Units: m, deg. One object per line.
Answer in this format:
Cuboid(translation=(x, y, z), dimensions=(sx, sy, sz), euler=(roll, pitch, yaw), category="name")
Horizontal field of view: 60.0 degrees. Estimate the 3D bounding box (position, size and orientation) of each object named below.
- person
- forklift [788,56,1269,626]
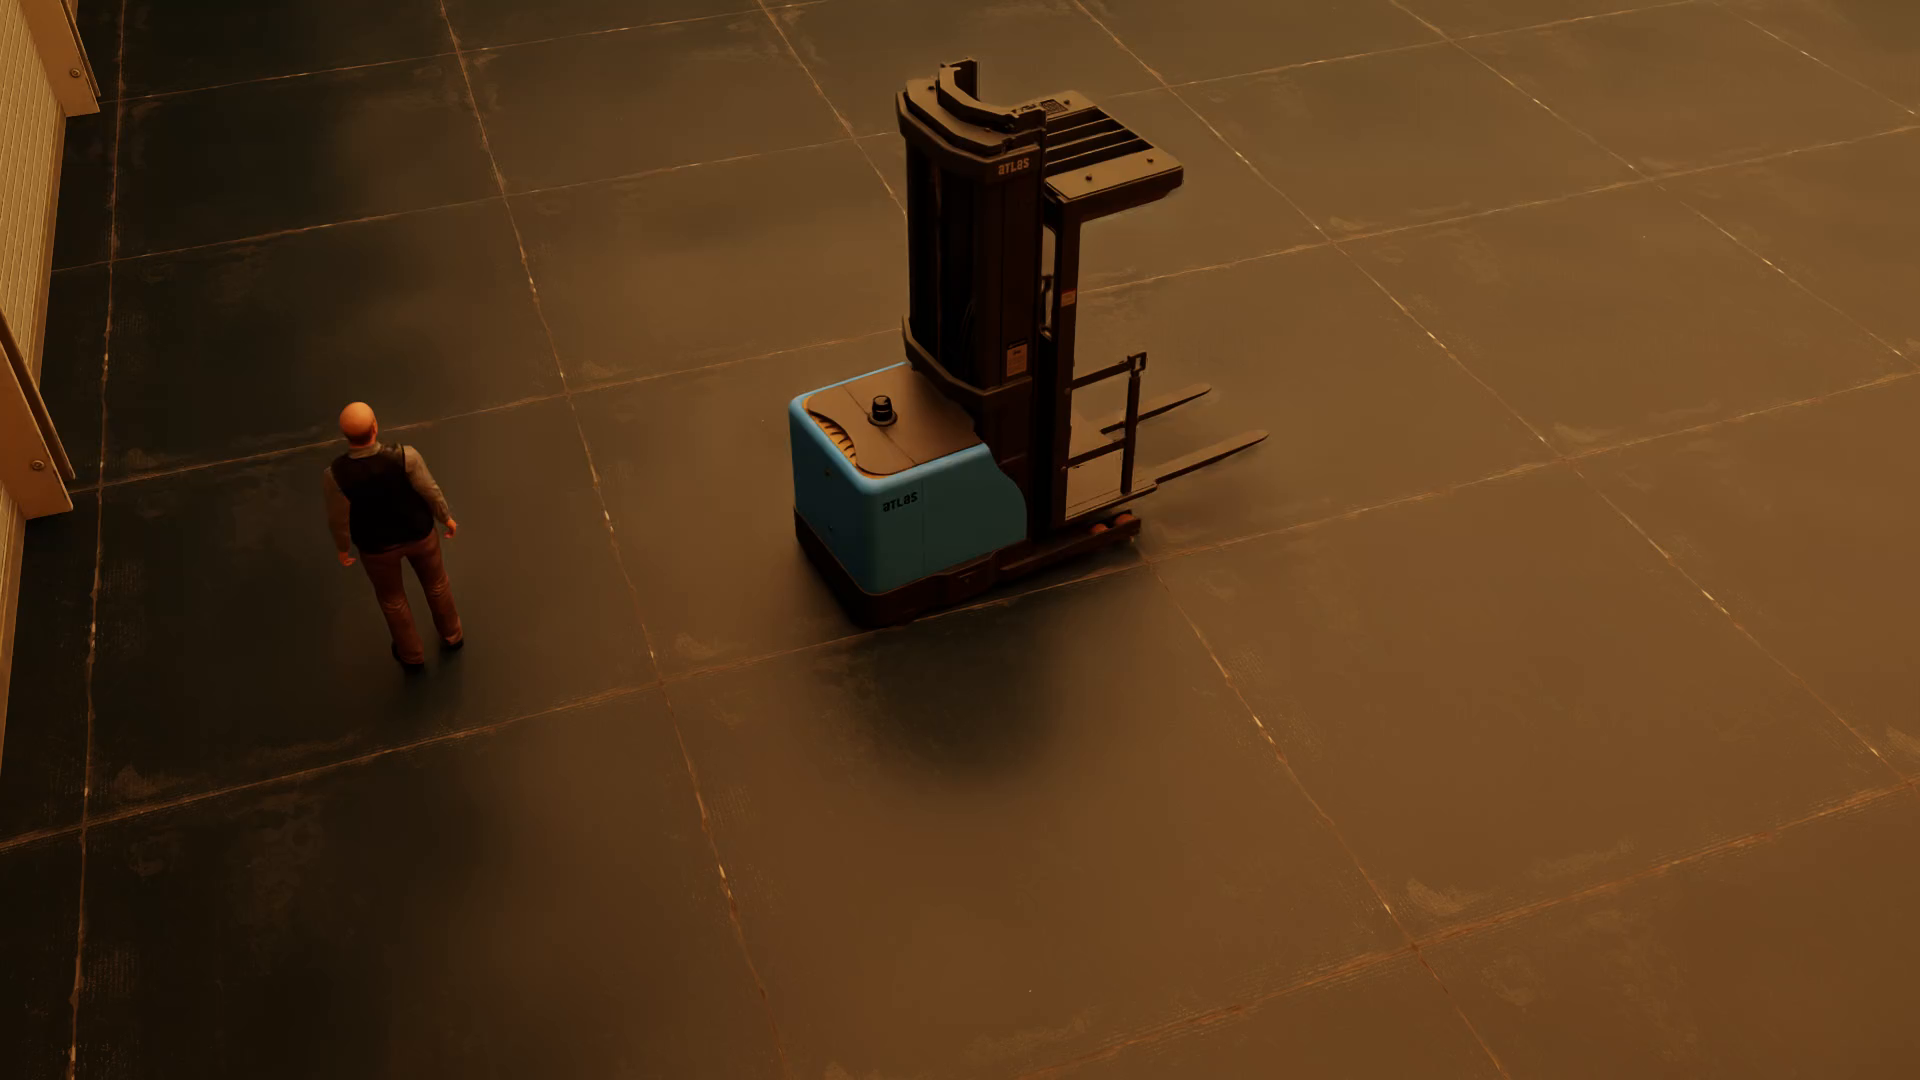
Cuboid(translation=(-3.053, -0.041, 8.988), dimensions=(0.632, 1.723, 0.411), euler=(-18, 43, -21), category="person")
Cuboid(translation=(0.524, -1.328, 9.578), dimensions=(3.031, 2.935, 1.130), euler=(-21, 44, -23), category="forklift")
